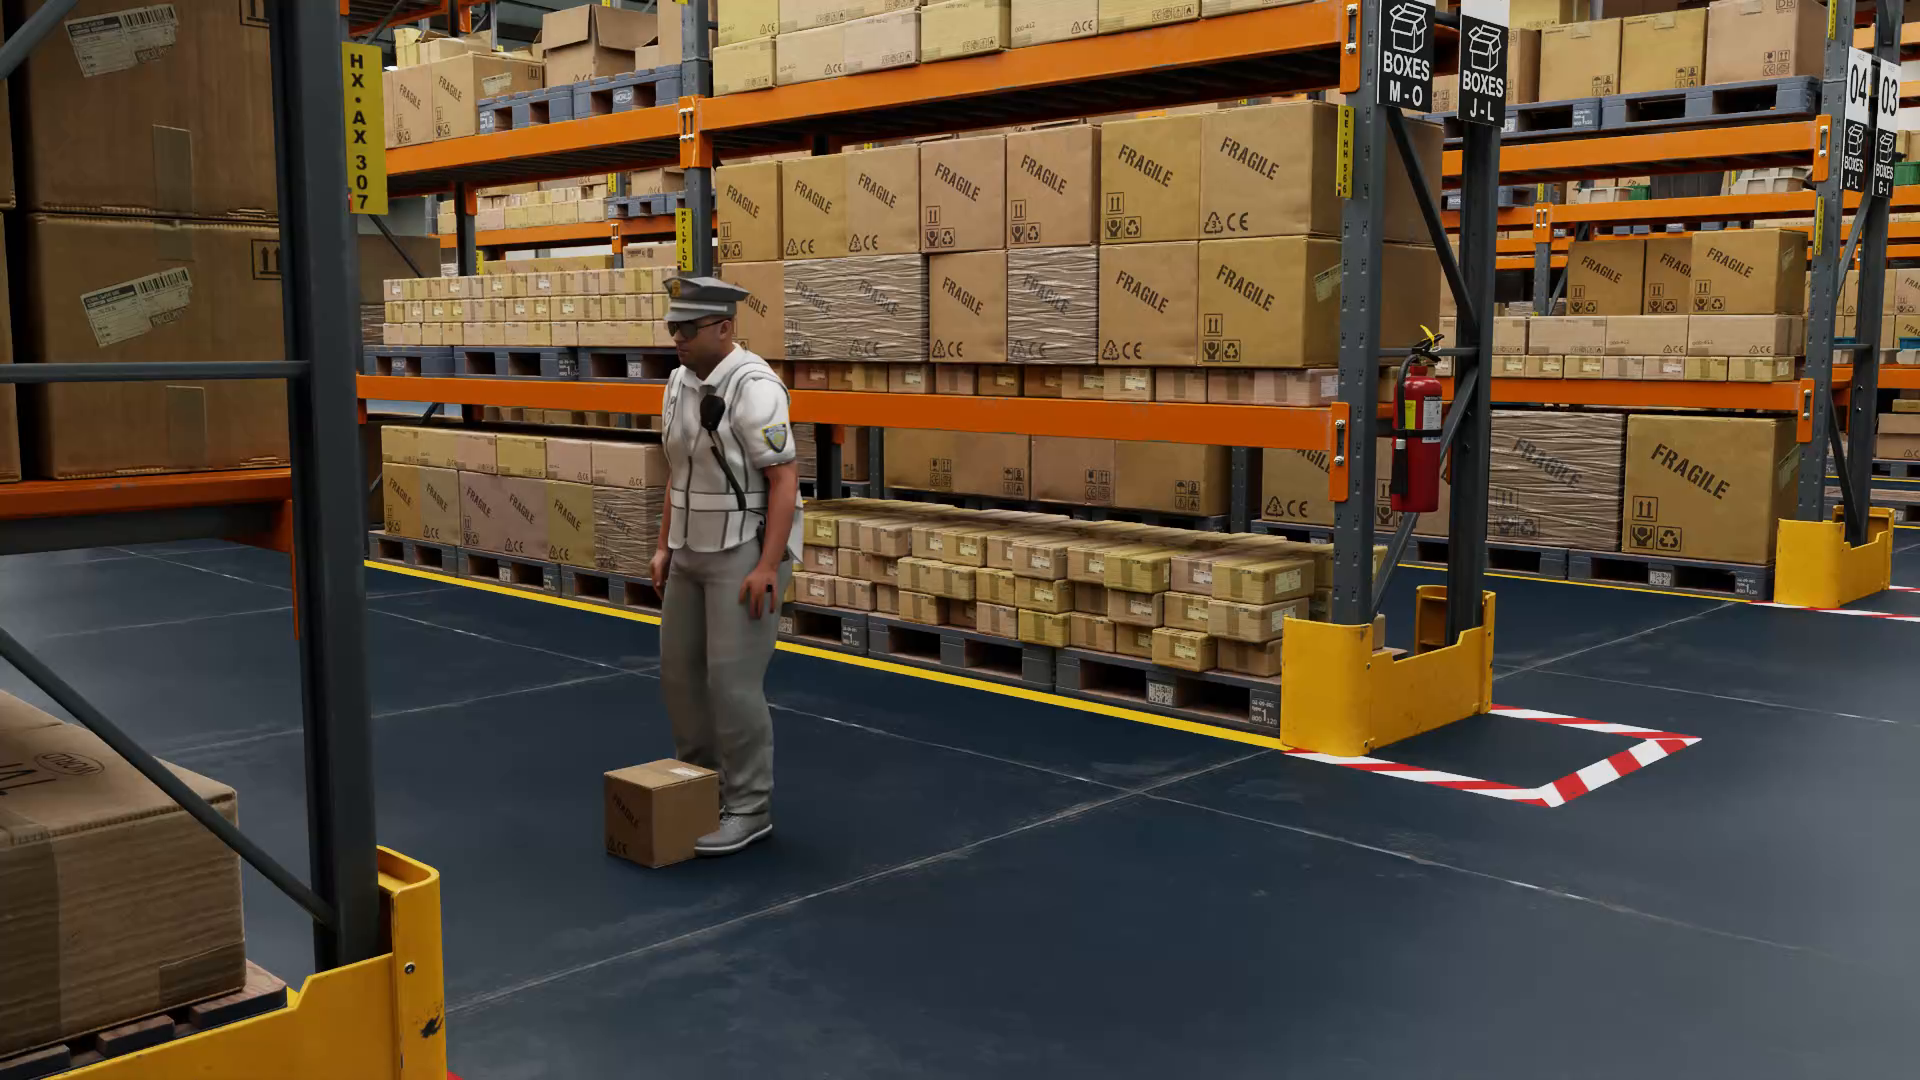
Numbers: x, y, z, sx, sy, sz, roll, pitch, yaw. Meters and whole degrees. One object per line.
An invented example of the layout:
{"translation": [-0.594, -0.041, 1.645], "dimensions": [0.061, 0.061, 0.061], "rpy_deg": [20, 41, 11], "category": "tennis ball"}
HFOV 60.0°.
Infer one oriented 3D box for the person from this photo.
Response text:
{"translation": [-0.741, 0.065, 5.189], "dimensions": [0.584, 1.748, 0.465], "rpy_deg": [7, 10, 43], "category": "person"}
